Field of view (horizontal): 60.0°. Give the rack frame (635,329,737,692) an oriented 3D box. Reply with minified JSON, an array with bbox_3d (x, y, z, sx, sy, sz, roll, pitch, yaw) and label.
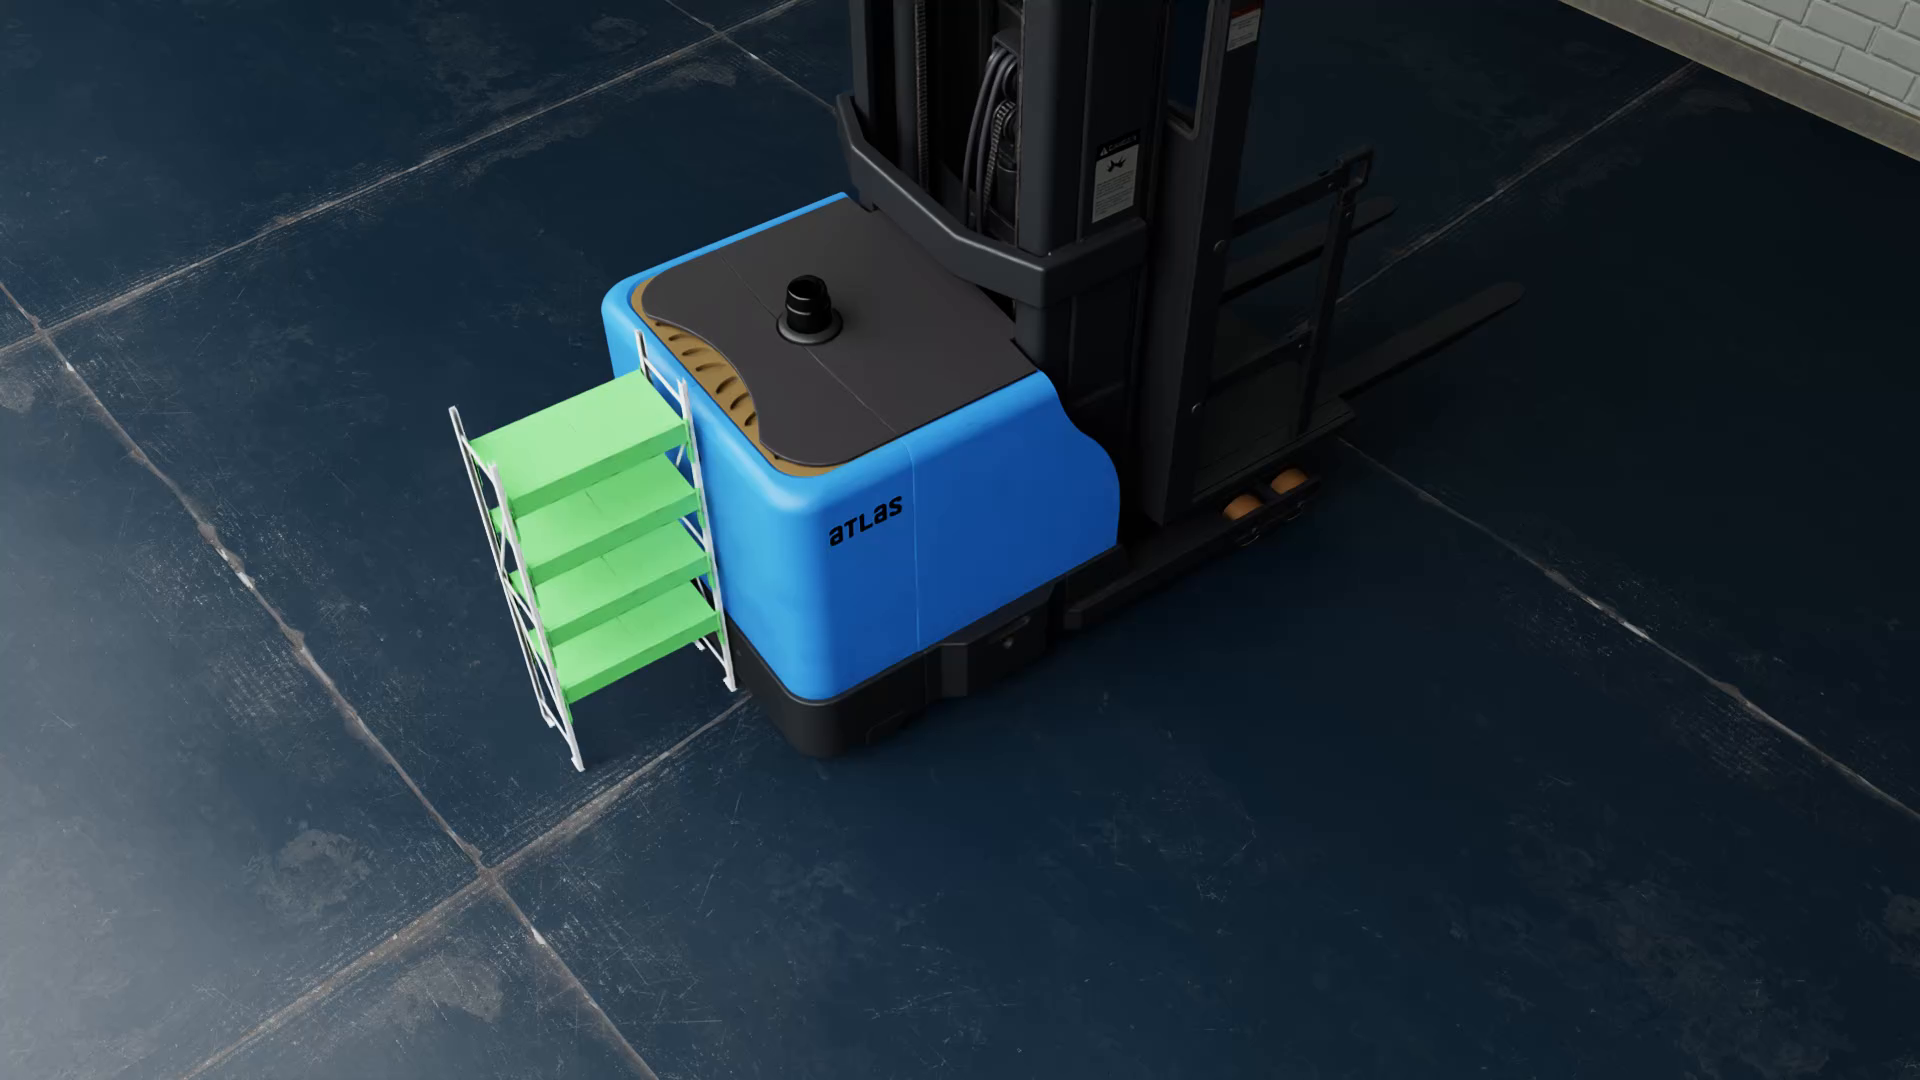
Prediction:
[{"bbox_3d":[-0.726,-0.038,4.469,0.015,1.200,0.240,-27,53,-23],"label":"rack frame"}]

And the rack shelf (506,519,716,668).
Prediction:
[{"bbox_3d":[-0.926,0.108,4.421,0.480,0.148,0.258,-27,53,-23],"label":"rack shelf"}]

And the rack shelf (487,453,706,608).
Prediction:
[{"bbox_3d":[-0.926,-0.054,4.244,0.480,0.148,0.258,-27,53,-23],"label":"rack shelf"}]

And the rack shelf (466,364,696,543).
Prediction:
[{"bbox_3d":[-0.926,-0.217,4.068,0.480,0.148,0.258,-27,53,-23],"label":"rack shelf"}]

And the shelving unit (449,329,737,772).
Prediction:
[{"bbox_3d":[-0.926,0.065,4.374,0.503,1.200,0.258,-27,53,-23],"label":"shelving unit"}]

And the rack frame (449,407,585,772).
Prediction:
[{"bbox_3d":[-1.126,0.168,4.279,0.015,1.200,0.240,-27,53,-23],"label":"rack frame"}]

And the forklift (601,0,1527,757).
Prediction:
[{"bbox_3d":[0.530,-1.267,4.425,3.031,2.935,1.130,-27,53,-23],"label":"forklift"}]

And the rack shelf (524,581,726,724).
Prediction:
[{"bbox_3d":[-0.926,0.271,4.597,0.480,0.148,0.258,-27,53,-23],"label":"rack shelf"}]
